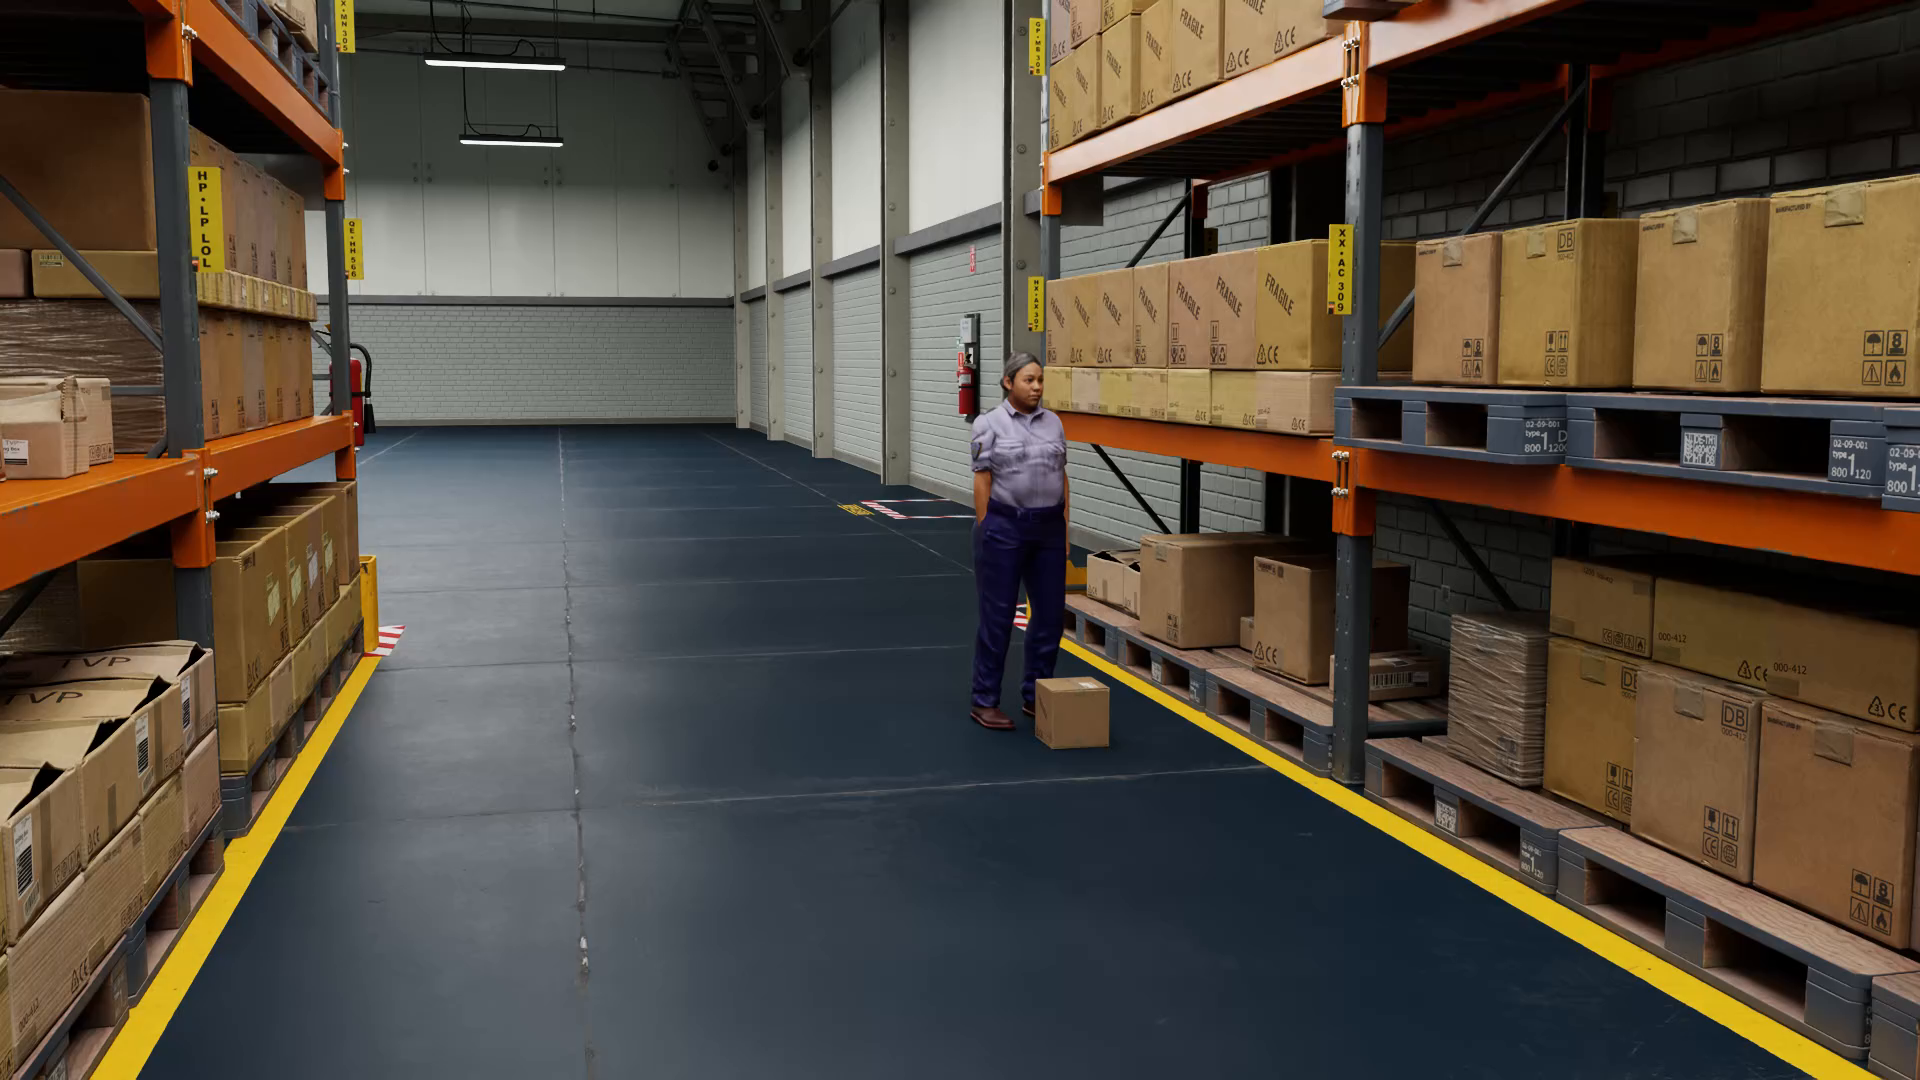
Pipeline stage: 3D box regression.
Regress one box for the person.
[{"bbox_3d":[0.288,-0.040,7.317,0.468,1.574,0.326,-3,7,-26],"label":"person"}]
